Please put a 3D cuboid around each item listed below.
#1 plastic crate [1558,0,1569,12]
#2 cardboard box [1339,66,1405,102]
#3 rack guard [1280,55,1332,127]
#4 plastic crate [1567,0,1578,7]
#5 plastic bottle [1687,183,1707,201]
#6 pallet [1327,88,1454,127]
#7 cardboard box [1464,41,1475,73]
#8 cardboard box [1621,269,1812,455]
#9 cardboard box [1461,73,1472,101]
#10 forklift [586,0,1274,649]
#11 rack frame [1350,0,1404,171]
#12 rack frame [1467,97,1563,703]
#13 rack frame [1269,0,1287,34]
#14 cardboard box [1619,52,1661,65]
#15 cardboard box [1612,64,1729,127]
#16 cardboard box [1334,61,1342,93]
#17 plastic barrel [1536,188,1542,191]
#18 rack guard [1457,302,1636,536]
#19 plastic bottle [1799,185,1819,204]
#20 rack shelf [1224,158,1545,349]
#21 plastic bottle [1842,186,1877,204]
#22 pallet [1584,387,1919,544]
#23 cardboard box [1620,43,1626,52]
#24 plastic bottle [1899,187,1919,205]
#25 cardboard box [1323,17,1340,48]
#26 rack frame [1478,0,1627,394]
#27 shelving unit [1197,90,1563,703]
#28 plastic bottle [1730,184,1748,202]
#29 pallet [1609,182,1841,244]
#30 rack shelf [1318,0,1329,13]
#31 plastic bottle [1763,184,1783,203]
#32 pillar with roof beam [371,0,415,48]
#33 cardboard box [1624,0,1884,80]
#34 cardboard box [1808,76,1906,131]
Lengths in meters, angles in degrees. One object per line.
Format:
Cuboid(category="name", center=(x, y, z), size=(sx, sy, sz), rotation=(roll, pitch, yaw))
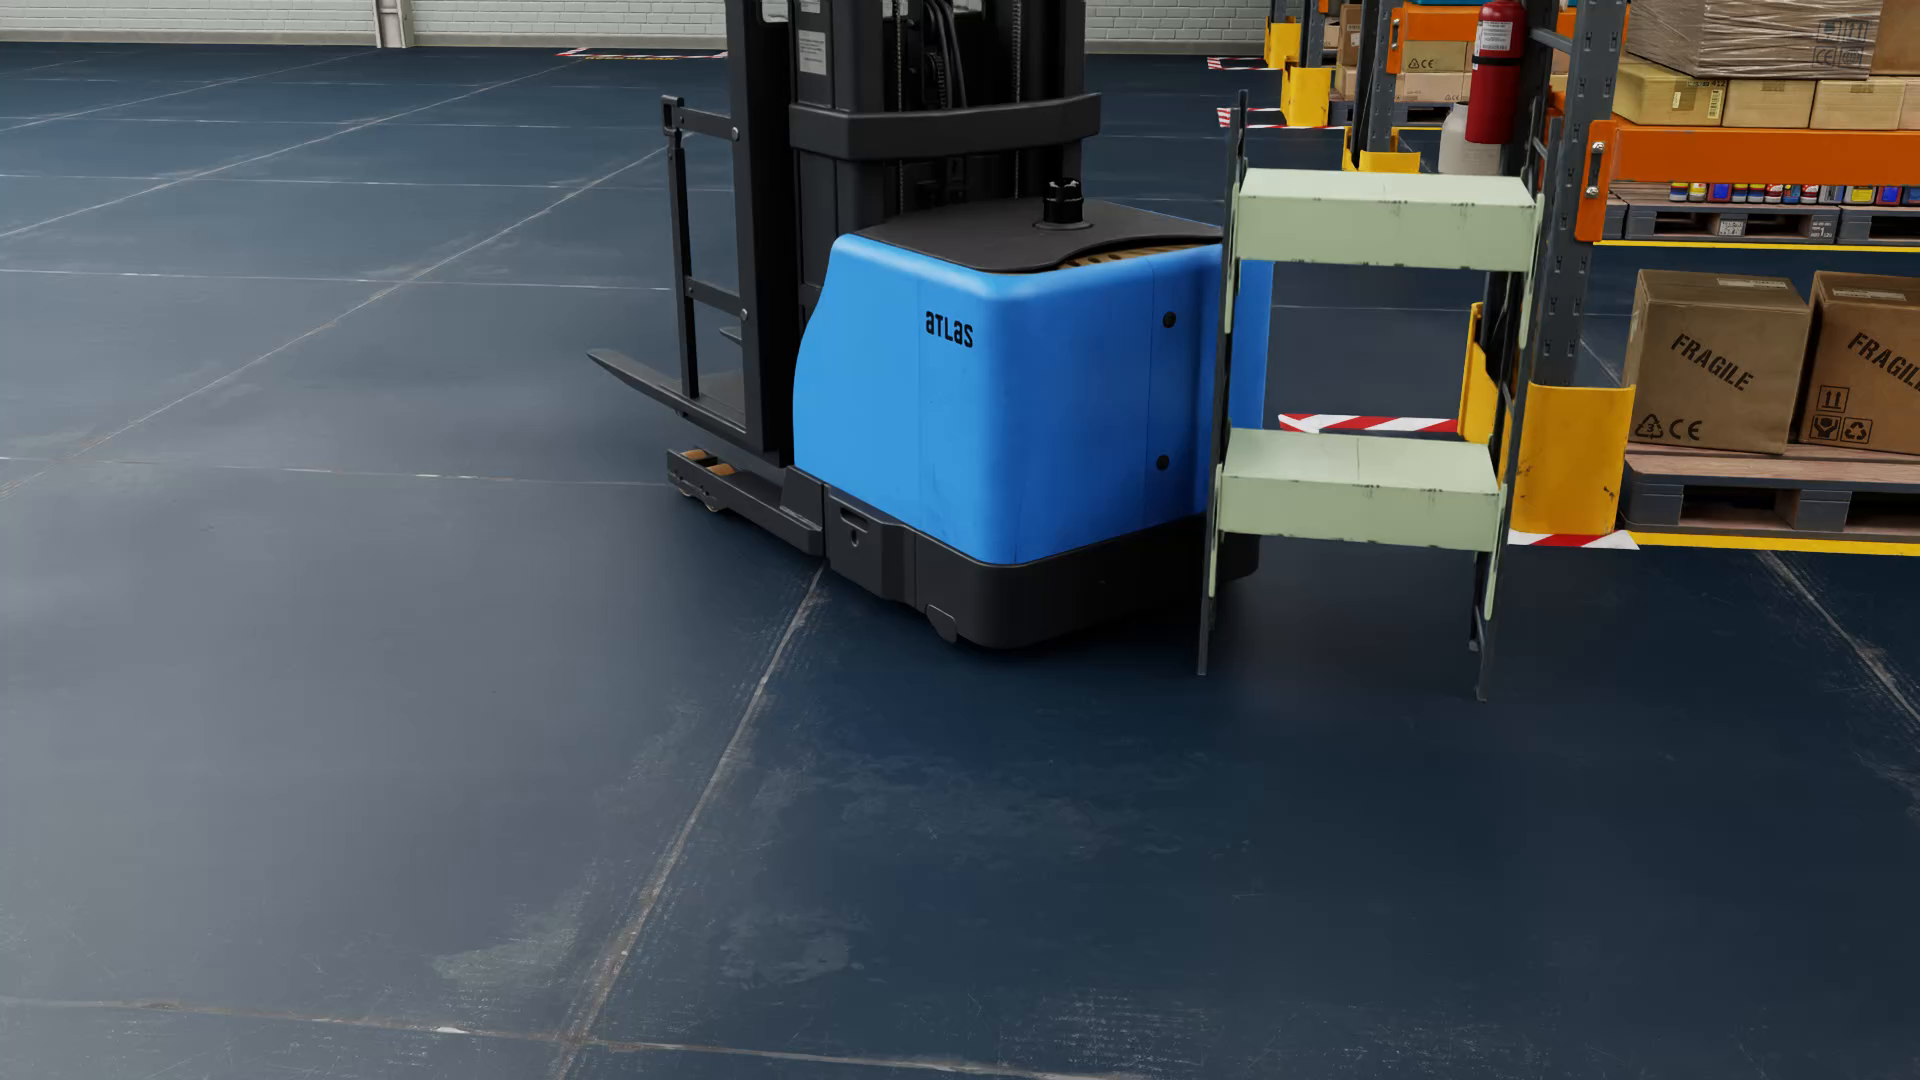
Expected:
Cuboid(category="plastic crate", center=(3.419, -3.159, 9.708), size=(0.250, 0.136, 0.298), rotation=(2, 22, 6))
Cuboid(category="cardboard box", center=(3.661, -4.058, 14.793), size=(0.500, 0.250, 0.500), rotation=(2, 22, 6))
Cuboid(category="rack guard", center=(3.131, -4.084, 15.091), size=(0.348, 0.500, 1.175), rotation=(2, 22, 6))
Cuboid(category="plastic crate", center=(3.745, -3.426, 10.228), size=(0.408, 0.251, 0.499), rotation=(2, 22, 6))
Cuboid(category="plastic bottle", center=(4.435, -2.144, 9.991), size=(0.097, 0.201, 0.097), rotation=(0, 22, 0))
Cuboid(category="pallet", center=(3.919, -3.931, 15.097), size=(1.213, 0.211, 1.003), rotation=(2, 22, 6))
Cuboid(category="cardboard box", center=(4.656, -4.369, 14.560), size=(0.500, 0.500, 0.500), rotation=(2, 22, 6))
Cuboid(category="cardboard box", center=(2.604, -0.629, 5.780), size=(0.500, 0.500, 0.500), rotation=(7, 23, 16))
Cuboid(category="cardboard box", center=(4.655, -4.016, 14.687), size=(0.500, 0.250, 0.500), rotation=(2, 22, 6))
Cuboid(category="forklift", center=(-0.367, -1.549, 5.372), size=(1.130, 2.935, 3.031), rotation=(-15, 26, -33))
Cuboid(category="rack frame", center=(2.568, -3.438, 10.055), size=(0.127, 3.000, 1.000), rotation=(2, 22, 6))
Cuboid(category="rack frame", center=(1.411, -0.342, 4.265), size=(0.023, 1.500, 0.400), rotation=(4, 22, 11))
Cuboid(category="rack frame", center=(3.734, -7.055, 19.204), size=(0.127, 3.000, 1.000), rotation=(2, 22, 6))
Cuboid(category="cardboard box", center=(2.293, -1.575, 5.687), size=(0.250, 0.149, 0.380), rotation=(2, 22, 6))
Cuboid(category="cardboard box", center=(2.240, -1.413, 5.276), size=(0.250, 0.149, 0.380), rotation=(2, 22, 6))
Cuboid(category="cardboard box", center=(3.722, -4.247, 15.272), size=(0.500, 0.250, 0.500), rotation=(2, 22, 6))
Cuboid(category="plastic barrel", center=(3.729, -2.454, 10.379), size=(0.421, 0.512, 0.421), rotation=(0, 22, 0))
Cuboid(category="rack guard", center=(2.061, -0.464, 5.932), size=(0.348, 0.500, 1.175), rotation=(2, 22, 6))
Cuboid(category="plastic bottle", center=(5.074, -2.116, 9.921), size=(0.097, 0.201, 0.097), rotation=(0, 22, 0))
Cuboid(category="rack shelf", center=(1.053, -0.733, 4.192), size=(0.720, 0.370, 0.431), rotation=(4, 22, 11))
Cuboid(category="plastic bottle", center=(5.356, -2.182, 9.884), size=(0.185, 0.351, 0.144), rotation=(2, 22, 6))
Cuboid(category="pallet", center=(2.864, -0.281, 5.864), size=(1.213, 0.211, 1.003), rotation=(2, 22, 6))
Cuboid(category="cardboard box", center=(5.649, -4.325, 14.447), size=(0.500, 0.500, 0.500), rotation=(2, 22, 6))
Cuboid(category="plastic bottle", center=(5.677, -2.168, 9.849), size=(0.185, 0.351, 0.144), rotation=(1, 22, 4))
Cuboid(category="cardboard box", center=(4.411, -5.946, 19.459), size=(0.500, 0.311, 0.500), rotation=(0, 22, 0))
Cuboid(category="rack frame", center=(1.986, -1.629, 5.481), size=(0.127, 3.000, 1.000), rotation=(2, 22, 6))
Cuboid(category="shelving unit", center=(1.053, -0.370, 4.336), size=(0.755, 1.500, 0.431), rotation=(4, 22, 11))
Cuboid(category="plastic bottle", center=(4.673, -2.166, 9.952), size=(0.097, 0.271, 0.097), rotation=(0, 22, 0))
Cuboid(category="pallet", center=(4.664, -2.064, 10.373), size=(1.213, 0.211, 1.003), rotation=(2, 22, 6))
Cuboid(category="rack shelf", center=(5.141, -4.825, 14.542), size=(4.000, 0.370, 1.077), rotation=(2, 22, 6))
Cuboid(category="plastic bottle", center=(4.870, -2.125, 9.943), size=(0.097, 0.201, 0.097), rotation=(0, 22, 0))
Cuboid(category="pillar with roof beam", center=(-7.892, -9.078, 16.161), size=(0.400, 9.000, 9.100), rotation=(2, 22, 6))
Cuboid(category="cardboard box", center=(2.528, -1.780, 5.322), size=(0.500, 0.500, 0.875), rotation=(2, 22, 6))
Cuboid(category="cardboard box", center=(2.733, -1.379, 5.190), size=(0.250, 0.149, 0.380), rotation=(2, 22, 6))
